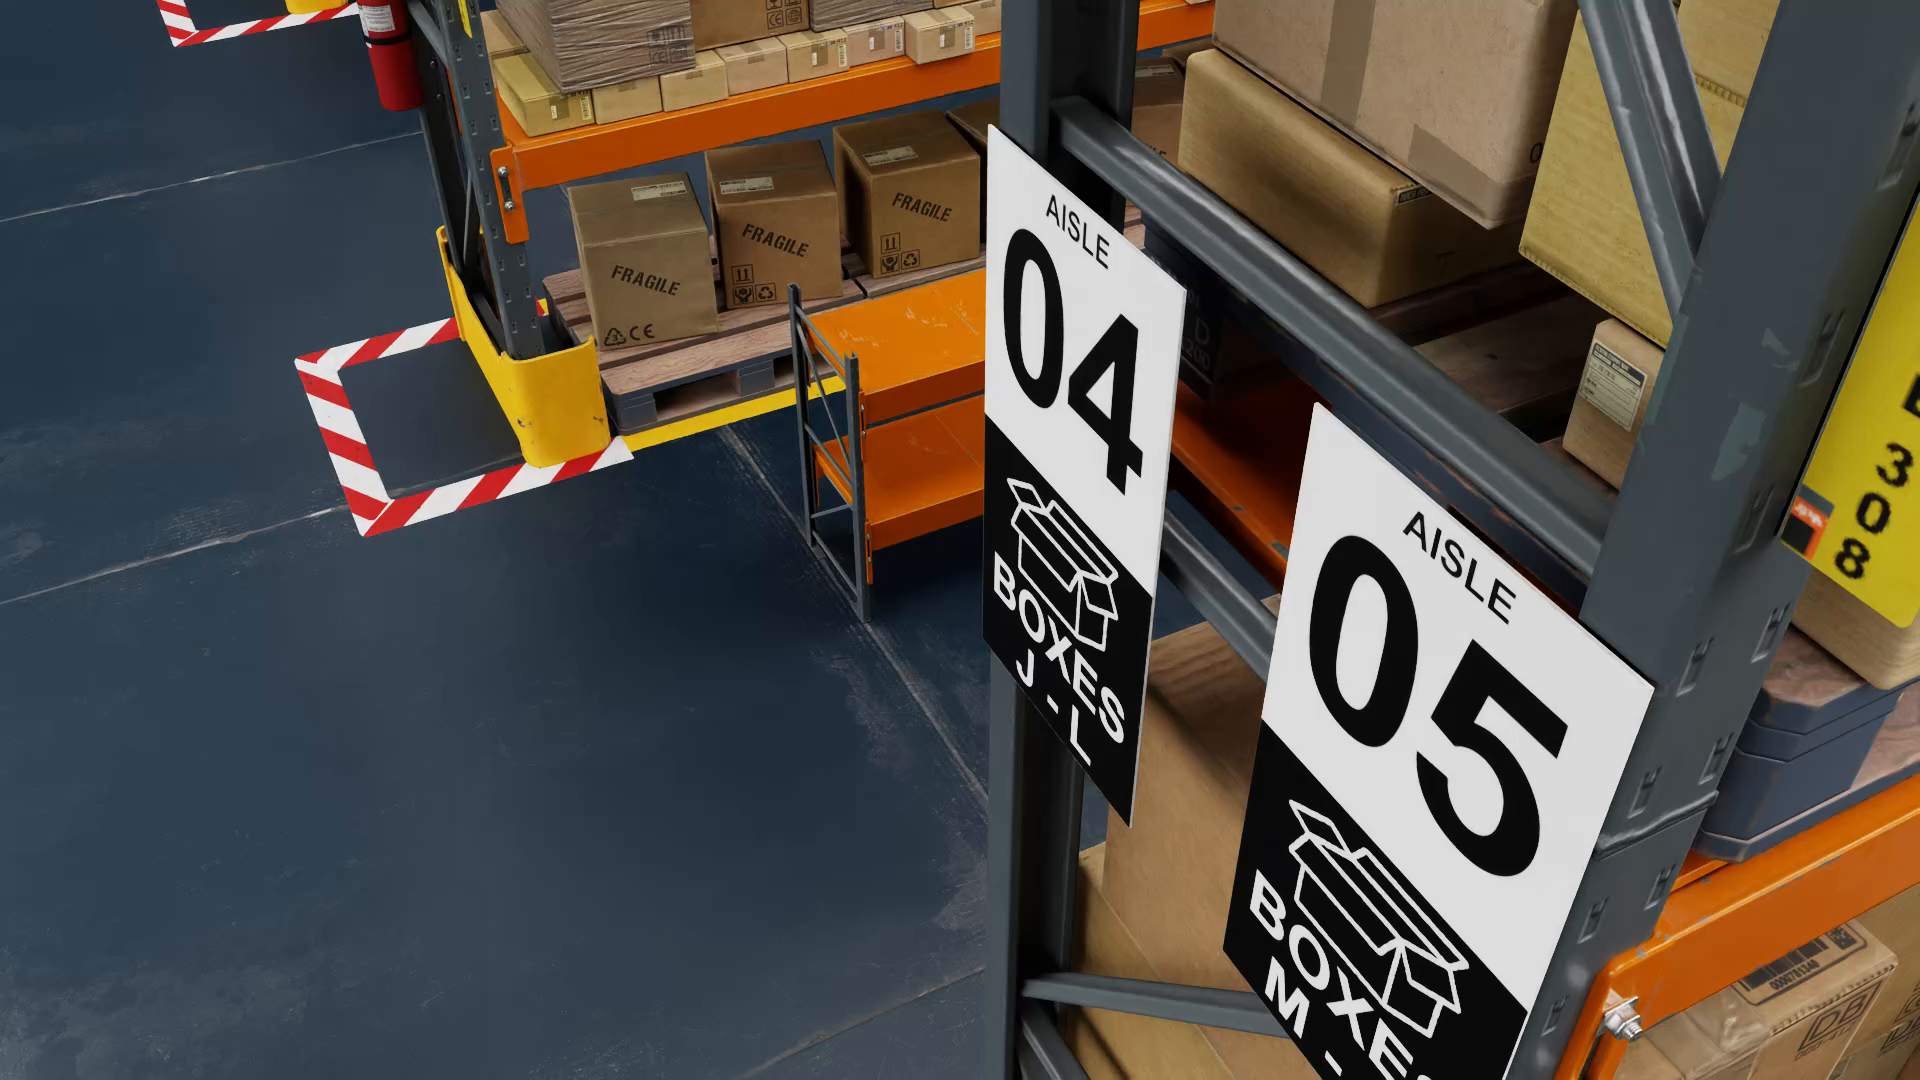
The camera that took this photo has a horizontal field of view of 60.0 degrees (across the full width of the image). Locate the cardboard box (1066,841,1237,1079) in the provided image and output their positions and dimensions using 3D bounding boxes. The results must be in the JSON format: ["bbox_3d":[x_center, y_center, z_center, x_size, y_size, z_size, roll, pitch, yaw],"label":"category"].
[{"bbox_3d":[0.634,0.899,2.750,0.550,0.550,0.875,-19,44,-21],"label":"cardboard box"}]

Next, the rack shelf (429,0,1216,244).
[{"bbox_3d":[-0.102,-2.102,6.968,4.000,0.370,1.077,-19,44,-21],"label":"rack shelf"}]

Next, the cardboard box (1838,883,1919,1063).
[{"bbox_3d":[1.118,0.318,2.601,0.550,0.550,0.875,-19,44,-21],"label":"cardboard box"}]

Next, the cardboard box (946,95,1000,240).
[{"bbox_3d":[0.280,-1.677,7.520,0.500,0.500,0.500,-22,45,-24],"label":"cardboard box"}]

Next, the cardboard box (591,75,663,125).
[{"bbox_3d":[-1.283,-1.696,6.126,0.250,0.149,0.380,-19,44,-21],"label":"cardboard box"}]

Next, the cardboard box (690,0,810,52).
[{"bbox_3d":[-0.987,-2.297,6.335,0.500,0.500,0.875,-19,44,-21],"label":"cardboard box"}]

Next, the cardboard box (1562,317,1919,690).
[{"bbox_3d":[0.778,-0.073,1.485,0.250,0.149,0.380,-18,44,-20],"label":"cardboard box"}]

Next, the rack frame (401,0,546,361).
[{"bbox_3d":[-1.876,-1.779,6.030,0.127,3.000,1.000,-19,44,-21],"label":"rack frame"}]

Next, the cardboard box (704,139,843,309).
[{"bbox_3d":[-0.800,-1.360,7.145,0.500,0.500,0.500,-8,41,-9],"label":"cardboard box"}]

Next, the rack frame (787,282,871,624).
[{"bbox_3d":[-0.445,-0.280,5.710,0.032,1.125,0.500,-19,44,-21],"label":"rack frame"}]

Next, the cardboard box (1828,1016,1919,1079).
[{"bbox_3d":[1.111,0.722,2.959,0.550,0.550,0.875,-19,44,-21],"label":"cardboard box"}]

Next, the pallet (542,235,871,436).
[{"bbox_3d":[-1.072,-0.960,7.221,1.213,0.211,1.003,-19,44,-21],"label":"pallet"}]

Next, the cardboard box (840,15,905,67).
[{"bbox_3d":[-0.408,-2.009,6.496,0.250,0.149,0.380,-19,44,-21],"label":"cardboard box"}]

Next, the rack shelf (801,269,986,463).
[{"bbox_3d":[0.006,-0.655,5.700,1.000,0.278,0.538,-19,44,-21],"label":"rack shelf"}]

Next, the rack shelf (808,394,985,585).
[{"bbox_3d":[0.006,-0.245,6.047,1.000,0.278,0.538,-19,44,-21],"label":"rack shelf"}]

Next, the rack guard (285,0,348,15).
[{"bbox_3d":[-4.118,-3.713,10.250,0.348,0.500,1.175,-19,44,-21],"label":"rack guard"}]

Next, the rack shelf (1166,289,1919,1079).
[{"bbox_3d":[2.099,-0.374,2.606,4.000,0.370,1.077,-19,44,-21],"label":"rack shelf"}]

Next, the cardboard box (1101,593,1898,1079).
[{"bbox_3d":[0.672,0.535,2.344,0.550,0.550,0.875,-19,44,-21],"label":"cardboard box"}]

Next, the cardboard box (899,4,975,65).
[{"bbox_3d":[-0.138,-2.024,6.514,0.250,0.149,0.380,-19,44,-21],"label":"cardboard box"}]

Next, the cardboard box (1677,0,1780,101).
[{"bbox_3d":[0.769,-0.376,1.226,0.250,0.149,0.380,-18,43,-20],"label":"cardboard box"}]

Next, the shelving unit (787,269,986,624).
[{"bbox_3d":[0.006,-0.431,5.889,1.048,1.125,0.538,-19,44,-21],"label":"shelving unit"}]

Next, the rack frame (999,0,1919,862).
[{"bbox_3d":[0.326,-1.197,0.699,0.127,3.000,1.000,-19,44,-21],"label":"rack frame"}]

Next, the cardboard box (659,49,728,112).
[{"bbox_3d":[-1.054,-1.762,6.204,0.250,0.149,0.380,-19,44,-21],"label":"cardboard box"}]

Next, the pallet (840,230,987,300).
[{"bbox_3d":[0.009,-1.322,7.648,1.213,0.211,1.003,-19,44,-21],"label":"pallet"}]

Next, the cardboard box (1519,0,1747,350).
[{"bbox_3d":[0.872,-0.304,1.449,0.500,0.250,0.500,-19,44,-21],"label":"cardboard box"}]

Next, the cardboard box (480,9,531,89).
[{"bbox_3d":[-1.719,-1.887,6.352,0.250,0.149,0.380,-19,44,-21],"label":"cardboard box"}]

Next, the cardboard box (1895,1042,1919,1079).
[{"bbox_3d":[1.666,0.627,3.071,0.550,0.550,0.875,-19,44,-21],"label":"cardboard box"}]

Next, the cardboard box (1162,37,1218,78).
[{"bbox_3d":[1.298,-2.083,7.999,0.500,0.500,0.500,-20,44,-22],"label":"cardboard box"}]

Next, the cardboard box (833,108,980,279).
[{"bbox_3d":[-0.236,-1.536,7.353,0.500,0.500,0.500,-15,42,-17],"label":"cardboard box"}]

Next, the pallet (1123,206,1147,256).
[{"bbox_3d":[1.092,-1.688,8.081,1.213,0.211,1.003,-19,44,-21],"label":"pallet"}]

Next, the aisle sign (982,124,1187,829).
[{"bbox_3d":[0.124,-0.050,1.975,0.004,0.787,0.394,-19,44,-21],"label":"aisle sign"}]

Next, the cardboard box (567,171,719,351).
[{"bbox_3d":[-1.314,-1.162,6.911,0.500,0.500,0.500,-11,41,-13],"label":"cardboard box"}]

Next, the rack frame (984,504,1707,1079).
[{"bbox_3d":[0.326,1.093,2.637,0.127,3.000,1.000,-19,44,-21],"label":"rack frame"}]

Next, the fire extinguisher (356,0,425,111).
[{"bbox_3d":[-2.190,-1.980,6.327,0.183,0.674,0.296,-19,44,-21],"label":"fire extinguisher"}]

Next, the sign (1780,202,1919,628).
[{"bbox_3d":[0.577,-0.096,0.982,0.005,0.325,0.100,-19,44,-21],"label":"sign"}]

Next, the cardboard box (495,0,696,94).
[{"bbox_3d":[-1.376,-2.080,6.077,0.500,0.500,0.875,-19,44,-21],"label":"cardboard box"}]

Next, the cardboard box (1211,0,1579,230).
[{"bbox_3d":[0.631,-0.613,1.814,0.500,0.250,0.500,-18,43,-20],"label":"cardboard box"}]

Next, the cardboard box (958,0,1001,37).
[{"bbox_3d":[0.023,-2.175,6.692,0.250,0.149,0.380,-19,44,-21],"label":"cardboard box"}]

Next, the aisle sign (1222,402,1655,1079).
[{"bbox_3d":[0.401,0.294,1.569,0.004,0.787,0.394,-19,44,-21],"label":"aisle sign"}]

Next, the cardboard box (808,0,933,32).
[{"bbox_3d":[-0.524,-2.422,6.482,0.500,0.500,0.875,-19,44,-21],"label":"cardboard box"}]

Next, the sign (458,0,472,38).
[{"bbox_3d":[-1.625,-1.799,5.384,0.005,0.325,0.100,-19,44,-21],"label":"sign"}]

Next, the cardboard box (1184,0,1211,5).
[{"bbox_3d":[0.971,-2.397,6.954,0.250,0.149,0.380,-19,44,-21],"label":"cardboard box"}]

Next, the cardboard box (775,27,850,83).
[{"bbox_3d":[-0.617,-1.919,6.389,0.250,0.149,0.380,-19,44,-21],"label":"cardboard box"}]

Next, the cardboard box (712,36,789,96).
[{"bbox_3d":[-0.842,-1.848,6.306,0.250,0.149,0.380,-19,44,-21],"label":"cardboard box"}]

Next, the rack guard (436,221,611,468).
[{"bbox_3d":[-1.809,-0.848,6.865,0.348,0.500,1.175,-19,44,-21],"label":"rack guard"}]

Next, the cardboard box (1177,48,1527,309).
[{"bbox_3d":[0.464,-0.448,1.928,0.250,0.149,0.380,-19,44,-21],"label":"cardboard box"}]

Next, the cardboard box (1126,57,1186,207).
[{"bbox_3d":[0.794,-1.908,7.792,0.500,0.500,0.500,-6,41,-7],"label":"cardboard box"}]

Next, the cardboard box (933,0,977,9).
[{"bbox_3d":[-0.075,-2.564,6.650,0.500,0.500,0.875,-19,44,-21],"label":"cardboard box"}]

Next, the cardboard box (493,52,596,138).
[{"bbox_3d":[-1.513,-1.632,6.051,0.250,0.149,0.380,-19,44,-21],"label":"cardboard box"}]

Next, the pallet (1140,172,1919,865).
[{"bbox_3d":[0.979,-0.246,1.965,1.213,0.211,1.003,-19,44,-21],"label":"pallet"}]
